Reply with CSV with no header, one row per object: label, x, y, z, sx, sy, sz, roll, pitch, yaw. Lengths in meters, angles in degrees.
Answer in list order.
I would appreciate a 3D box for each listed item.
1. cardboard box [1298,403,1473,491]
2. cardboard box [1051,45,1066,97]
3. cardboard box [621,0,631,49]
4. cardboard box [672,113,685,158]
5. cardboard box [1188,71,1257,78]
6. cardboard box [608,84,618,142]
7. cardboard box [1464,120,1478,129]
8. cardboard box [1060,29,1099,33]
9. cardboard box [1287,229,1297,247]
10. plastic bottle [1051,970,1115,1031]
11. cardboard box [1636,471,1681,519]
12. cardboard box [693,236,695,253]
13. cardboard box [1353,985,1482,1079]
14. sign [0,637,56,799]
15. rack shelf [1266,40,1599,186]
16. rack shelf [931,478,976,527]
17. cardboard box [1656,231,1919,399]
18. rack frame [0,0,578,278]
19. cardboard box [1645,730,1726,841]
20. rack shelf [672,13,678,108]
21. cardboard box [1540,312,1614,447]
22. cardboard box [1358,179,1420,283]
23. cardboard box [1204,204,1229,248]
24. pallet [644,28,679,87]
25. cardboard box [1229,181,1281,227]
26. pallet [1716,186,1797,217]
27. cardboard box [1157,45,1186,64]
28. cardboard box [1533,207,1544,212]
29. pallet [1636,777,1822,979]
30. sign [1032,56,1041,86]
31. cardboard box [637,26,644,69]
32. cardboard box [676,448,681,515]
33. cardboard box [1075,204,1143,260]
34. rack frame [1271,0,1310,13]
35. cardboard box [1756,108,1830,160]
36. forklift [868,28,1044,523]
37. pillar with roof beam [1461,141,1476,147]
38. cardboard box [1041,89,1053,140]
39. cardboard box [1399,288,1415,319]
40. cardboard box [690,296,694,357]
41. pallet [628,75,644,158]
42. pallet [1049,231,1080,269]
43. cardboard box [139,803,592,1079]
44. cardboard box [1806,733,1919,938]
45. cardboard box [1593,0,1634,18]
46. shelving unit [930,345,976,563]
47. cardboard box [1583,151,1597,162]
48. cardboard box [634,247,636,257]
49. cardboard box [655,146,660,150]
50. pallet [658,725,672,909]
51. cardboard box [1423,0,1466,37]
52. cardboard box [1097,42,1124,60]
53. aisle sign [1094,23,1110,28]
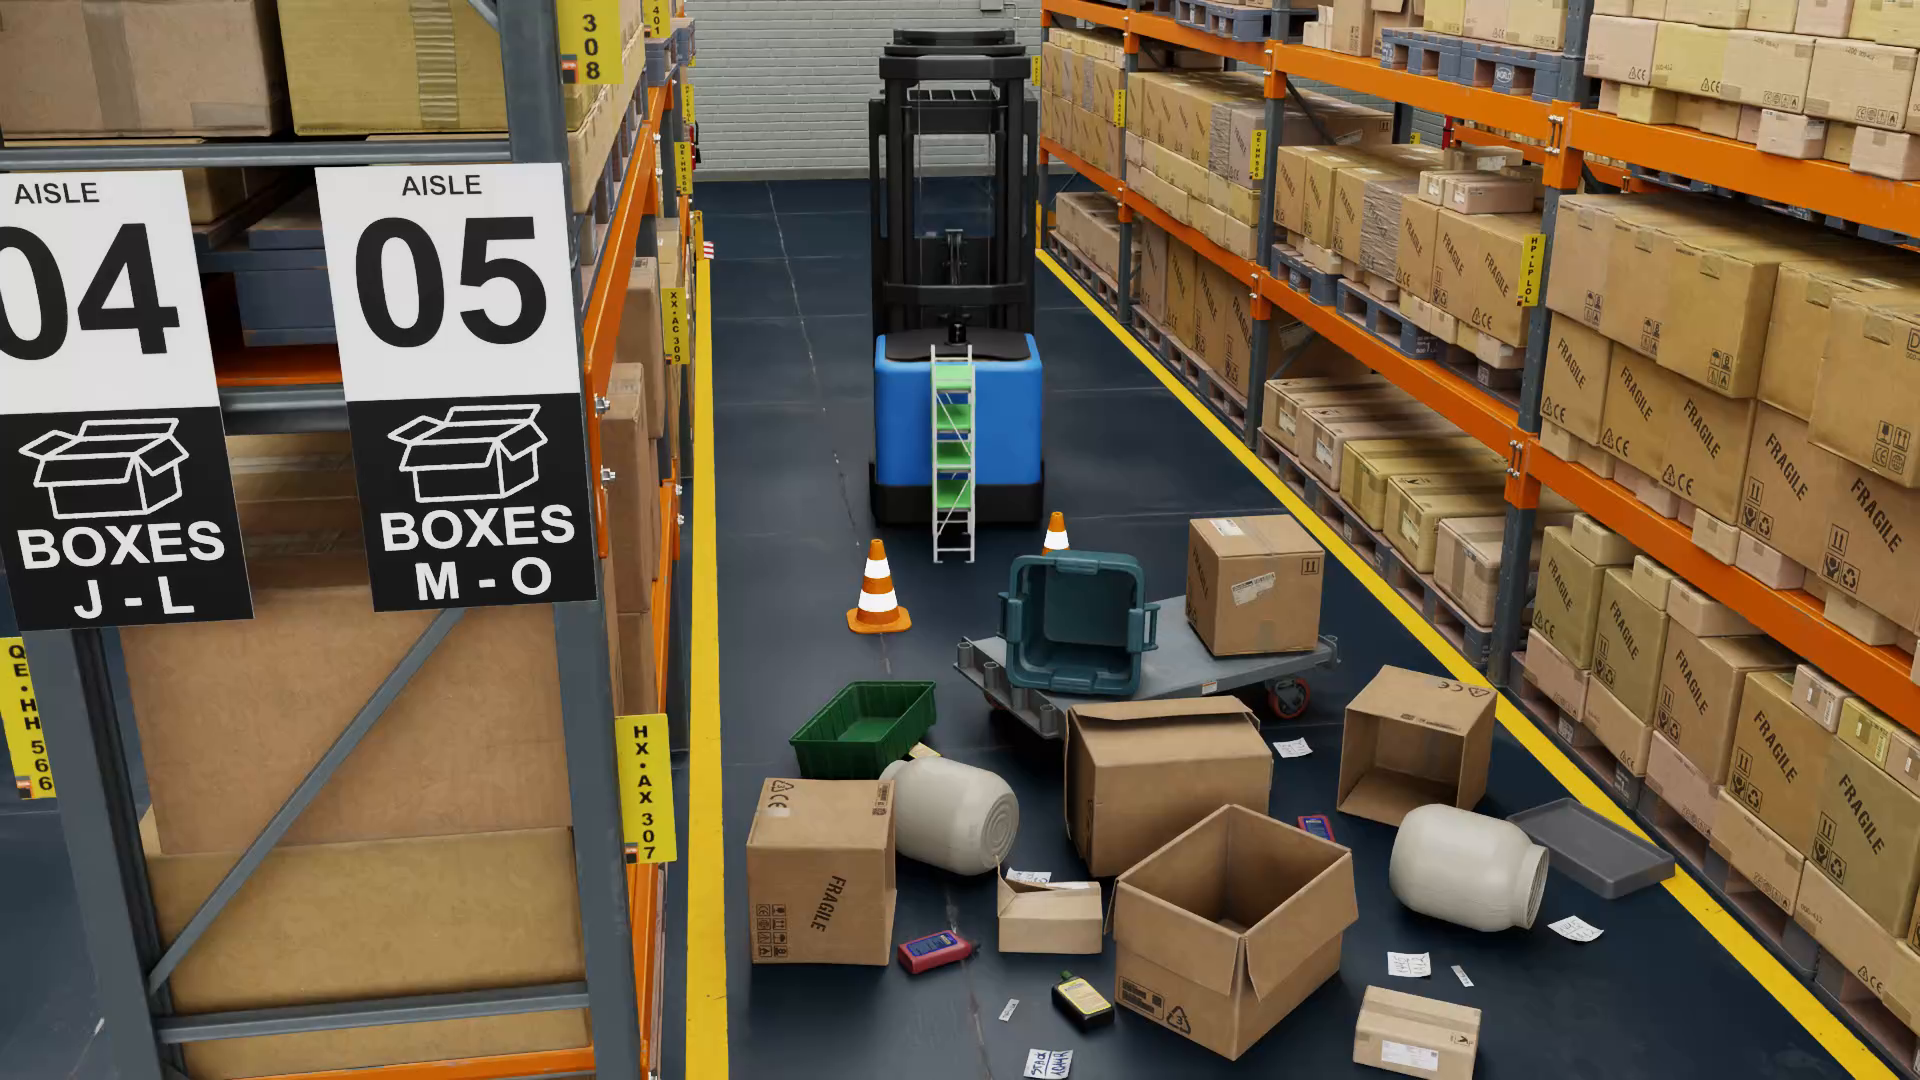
cardboard box,2.751,-0.610,10.717,0.950,0.372,0.625,-3,21,-9
cardboard box,1.280,-5.021,17.801,0.500,0.500,0.500,-3,21,-9
cardboard box,-1.275,-1.638,5.072,0.500,0.250,0.500,-3,21,-8
cardboard box,-2.718,-3.566,14.908,0.500,0.500,0.500,-3,21,-9
cardboard box,2.301,-3.853,14.674,0.500,0.500,0.500,-2,21,-6
cardboard box,-1.044,-1.056,4.086,0.380,0.149,0.250,-3,21,-8
cardboard box,6.099,-4.871,19.330,0.380,0.149,0.250,-3,21,-8
cardboard box,1.297,-5.460,18.049,0.380,0.149,0.250,-2,21,-6
cardboard box,2.428,-2.052,11.182,0.380,0.149,0.250,-4,21,-11
plastic bottle,0.412,1.607,5.826,0.133,0.061,0.283,-11,23,-26
cardboard box,3.027,-0.205,6.836,0.380,0.149,0.250,-2,21,-6
cardboard box,-3.053,-3.186,17.933,0.380,0.149,0.250,-2,21,-6
cardboard box,1.530,1.659,5.563,0.380,0.149,0.250,8,22,20
sign,-1.705,0.329,3.056,0.100,0.325,0.005,-3,21,-8
rack shelf,2.853,-2.471,9.285,1.077,0.370,4.000,-3,21,-8
rack shelf,-0.043,-0.228,9.980,0.258,0.148,0.480,-1,20,-2
cardboard box,3.088,-0.848,6.203,0.700,0.500,0.500,-3,21,-9
rack frame,-1.166,-1.851,2.311,1.000,3.000,0.127,-3,21,-8
cardboard box,3.126,0.967,6.670,0.500,0.250,0.500,-3,21,-8
rack shelf,-2.607,-3.571,12.231,1.077,0.370,4.000,-3,21,-8
cardboard box,2.929,-0.730,7.315,0.500,0.500,0.500,-3,21,-8
cardboard box,2.630,-1.773,9.509,0.500,0.500,0.500,-4,21,-10
cardboard box,2.146,-2.363,12.470,0.500,0.250,0.500,-3,21,-7
pallet,-2.010,-2.520,8.658,1.003,0.211,1.213,-2,21,-5
cardboard box,2.243,-2.414,11.892,0.500,0.250,0.500,-3,21,-8
pallet,7.191,-2.930,14.048,1.003,0.211,1.213,-3,21,-8
cardboard box,2.068,-4.596,15.735,0.380,0.149,0.250,-3,21,-8
cardboard box,3.285,-1.443,8.625,0.500,0.500,0.500,-3,21,-8
pallet,3.452,1.250,6.567,1.003,0.211,1.213,-3,21,-8
sign,0.861,-5.282,18.720,0.100,0.325,0.005,-3,21,-8
cardboard box,-1.337,-1.759,5.968,0.380,0.149,0.250,-3,21,-7
cardboard box,-2.191,-0.435,9.710,1.050,0.750,0.750,-3,21,-7
cardboard box,1.746,-3.321,17.884,0.875,0.438,0.875,-2,21,-6
rack frame,2.565,-4.905,10.489,1.000,3.000,0.127,-3,21,-8
cardboard box,3.043,-1.427,5.820,0.380,0.149,0.250,-3,21,-9
forklift,-0.053,-1.947,11.239,1.130,2.935,3.031,-1,20,-2
pillar with roof beam,2.566,-8.689,20.618,9.100,9.000,0.400,-3,21,-8
cardboard box,1.197,-4.731,18.453,0.500,0.500,0.500,-3,21,-8
cardboard box,2.661,-1.307,9.188,0.380,0.149,0.250,-3,21,-8
cardboard box,-2.466,-1.800,13.720,0.500,0.500,0.500,-3,21,-9
pallet,-1.635,-1.505,5.799,1.003,0.211,1.213,-3,21,-8
pallet,1.604,-3.286,18.712,1.003,0.211,1.213,-3,21,-8
cardboard box,-1.264,0.763,3.672,0.875,0.550,0.550,-3,21,-8
cardboard box,3.266,0.970,5.590,0.500,0.500,0.500,-2,21,-6
cardboard box,2.864,-2.246,6.874,0.380,0.149,0.250,-3,21,-9
shelving unit,-0.043,-0.513,9.874,0.258,1.200,0.503,-1,20,-2
cardboard box,6.483,-3.889,16.702,0.380,0.149,0.250,-2,21,-6
cardboard box,-1.969,-1.465,8.280,0.700,0.500,0.500,-3,21,-7
cardboard box,-2.417,-2.879,12.547,0.380,0.149,0.250,-3,21,-9
pallet,-1.710,1.148,6.841,1.003,0.211,1.213,-3,21,-8
cardboard box,2.773,-2.789,8.723,0.500,0.250,0.500,-3,21,-7
cardboard box,1.546,-4.745,16.134,0.380,0.149,0.250,-3,21,-8
aisle sign,1.708,-6.123,18.608,0.394,0.787,0.004,-3,21,-8
